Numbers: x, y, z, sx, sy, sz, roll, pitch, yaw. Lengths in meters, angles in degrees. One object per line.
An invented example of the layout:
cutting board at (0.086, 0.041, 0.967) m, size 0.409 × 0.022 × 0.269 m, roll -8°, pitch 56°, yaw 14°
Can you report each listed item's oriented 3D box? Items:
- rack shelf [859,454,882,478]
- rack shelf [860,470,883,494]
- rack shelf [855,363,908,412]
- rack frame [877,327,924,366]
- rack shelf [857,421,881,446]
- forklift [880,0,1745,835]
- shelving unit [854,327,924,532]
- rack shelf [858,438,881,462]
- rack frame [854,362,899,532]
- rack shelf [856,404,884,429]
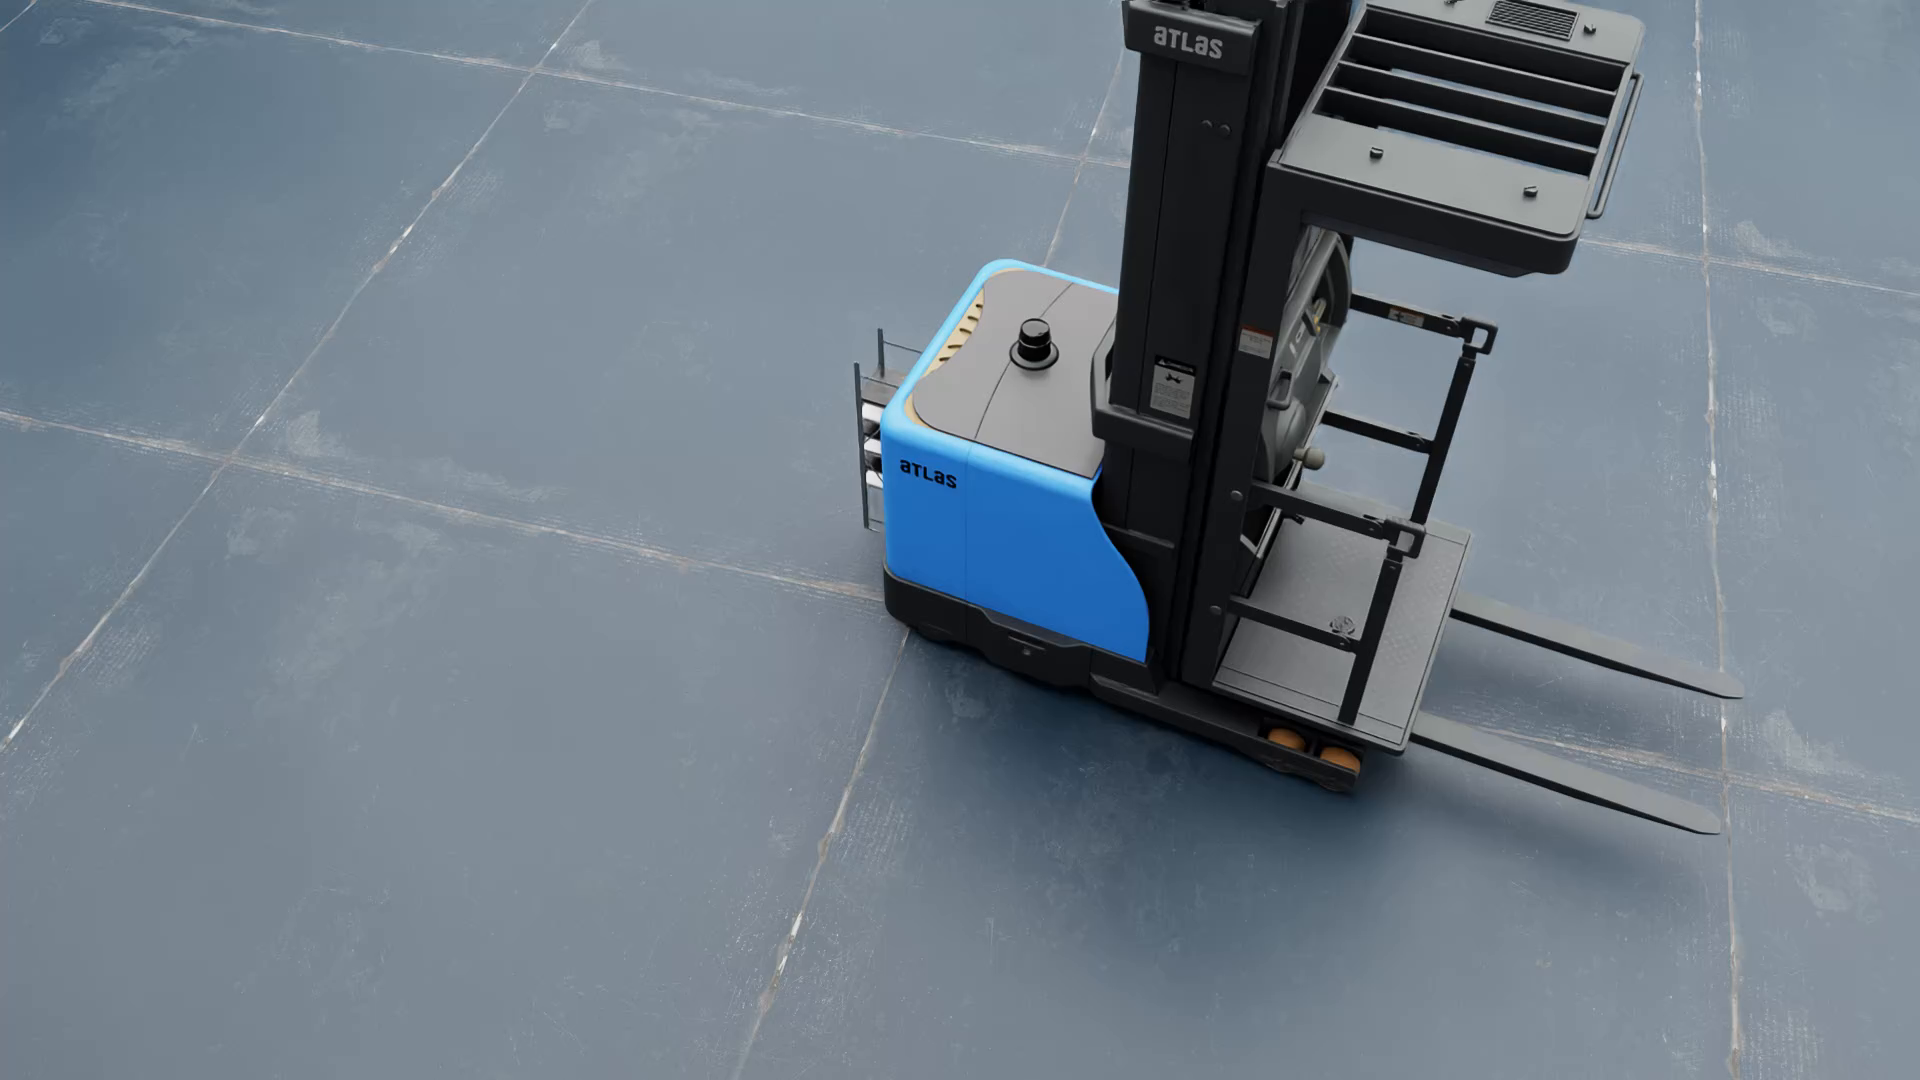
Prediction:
rack shelf at (-0.235, -0.302, 6.500) m, size 0.258 × 0.077 × 0.200 m, roll 18°, pitch 51°, yaw 15°
rack shelf at (-0.235, -0.243, 6.567) m, size 0.258 × 0.077 × 0.200 m, roll 18°, pitch 51°, yaw 15°
rack shelf at (-0.235, -0.541, 6.230) m, size 0.258 × 0.077 × 0.200 m, roll 18°, pitch 51°, yaw 15°
rack frame at (-0.196, -0.454, 6.469) m, size 0.240 × 0.900 × 0.006 m, roll 18°, pitch 51°, yaw 15°
rack shelf at (-0.235, -0.421, 6.365) m, size 0.258 × 0.077 × 0.200 m, roll 18°, pitch 51°, yaw 15°
forklift at (1.274, -0.540, 5.190) m, size 3.031 × 2.935 × 1.130 m, roll 19°, pitch 51°, yaw 16°
shelving unit at (-0.235, -0.384, 6.408) m, size 0.258 × 0.900 × 0.210 m, roll 18°, pitch 51°, yaw 15°
rack shelf at (-0.235, -0.362, 6.432) m, size 0.258 × 0.077 × 0.200 m, roll 18°, pitch 51°, yaw 15°
rack frame at (-0.275, -0.314, 6.346) m, size 0.240 × 0.900 × 0.006 m, roll 18°, pitch 51°, yaw 15°
rack shelf at (-0.235, -0.481, 6.298) m, size 0.258 × 0.077 × 0.200 m, roll 18°, pitch 51°, yaw 15°
